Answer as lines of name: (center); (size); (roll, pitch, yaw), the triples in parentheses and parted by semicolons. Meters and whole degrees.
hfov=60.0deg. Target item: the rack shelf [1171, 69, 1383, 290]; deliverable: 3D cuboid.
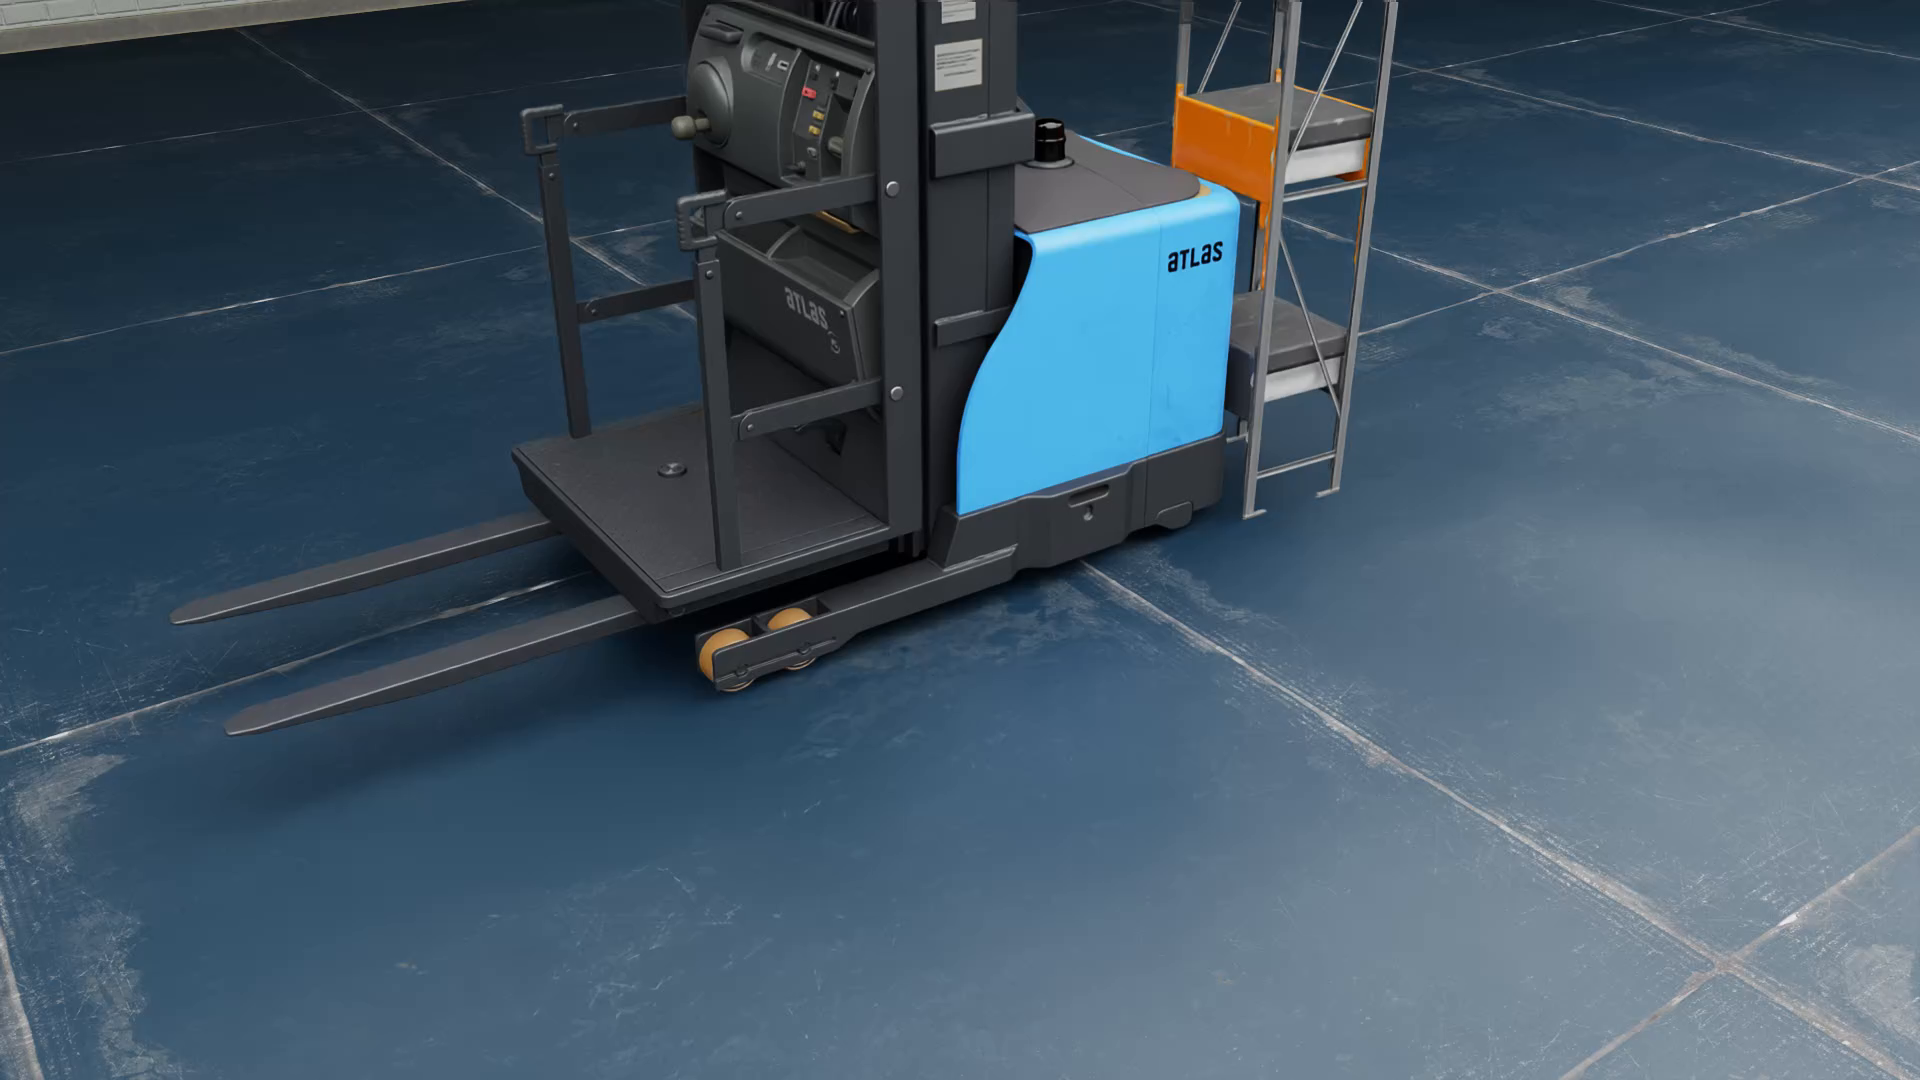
rack shelf: (0.965, -1.127, 5.154); (0.431, 0.518, 0.480); (-16, 32, -26)

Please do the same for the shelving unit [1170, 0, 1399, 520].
shelving unit: (0.965, -1.139, 5.147); (0.431, 2.100, 0.503); (-16, 32, -26)

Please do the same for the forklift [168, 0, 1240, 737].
forklift: (-0.663, -1.166, 4.325); (3.031, 2.935, 1.130); (-18, 33, -29)

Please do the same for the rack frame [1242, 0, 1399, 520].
rack frame: (1.088, -1.039, 4.962); (0.400, 2.100, 0.015); (-16, 32, -26)

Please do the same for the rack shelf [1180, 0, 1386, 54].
rack shelf: (0.965, -1.742, 4.819); (0.431, 0.518, 0.480); (-16, 32, -26)

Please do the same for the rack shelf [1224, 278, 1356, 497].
rack shelf: (0.965, -0.512, 5.488); (0.431, 0.518, 0.480); (-16, 32, -26)

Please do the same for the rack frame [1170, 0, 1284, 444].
rack frame: (0.841, -1.239, 5.332); (0.400, 2.100, 0.015); (-16, 32, -26)
